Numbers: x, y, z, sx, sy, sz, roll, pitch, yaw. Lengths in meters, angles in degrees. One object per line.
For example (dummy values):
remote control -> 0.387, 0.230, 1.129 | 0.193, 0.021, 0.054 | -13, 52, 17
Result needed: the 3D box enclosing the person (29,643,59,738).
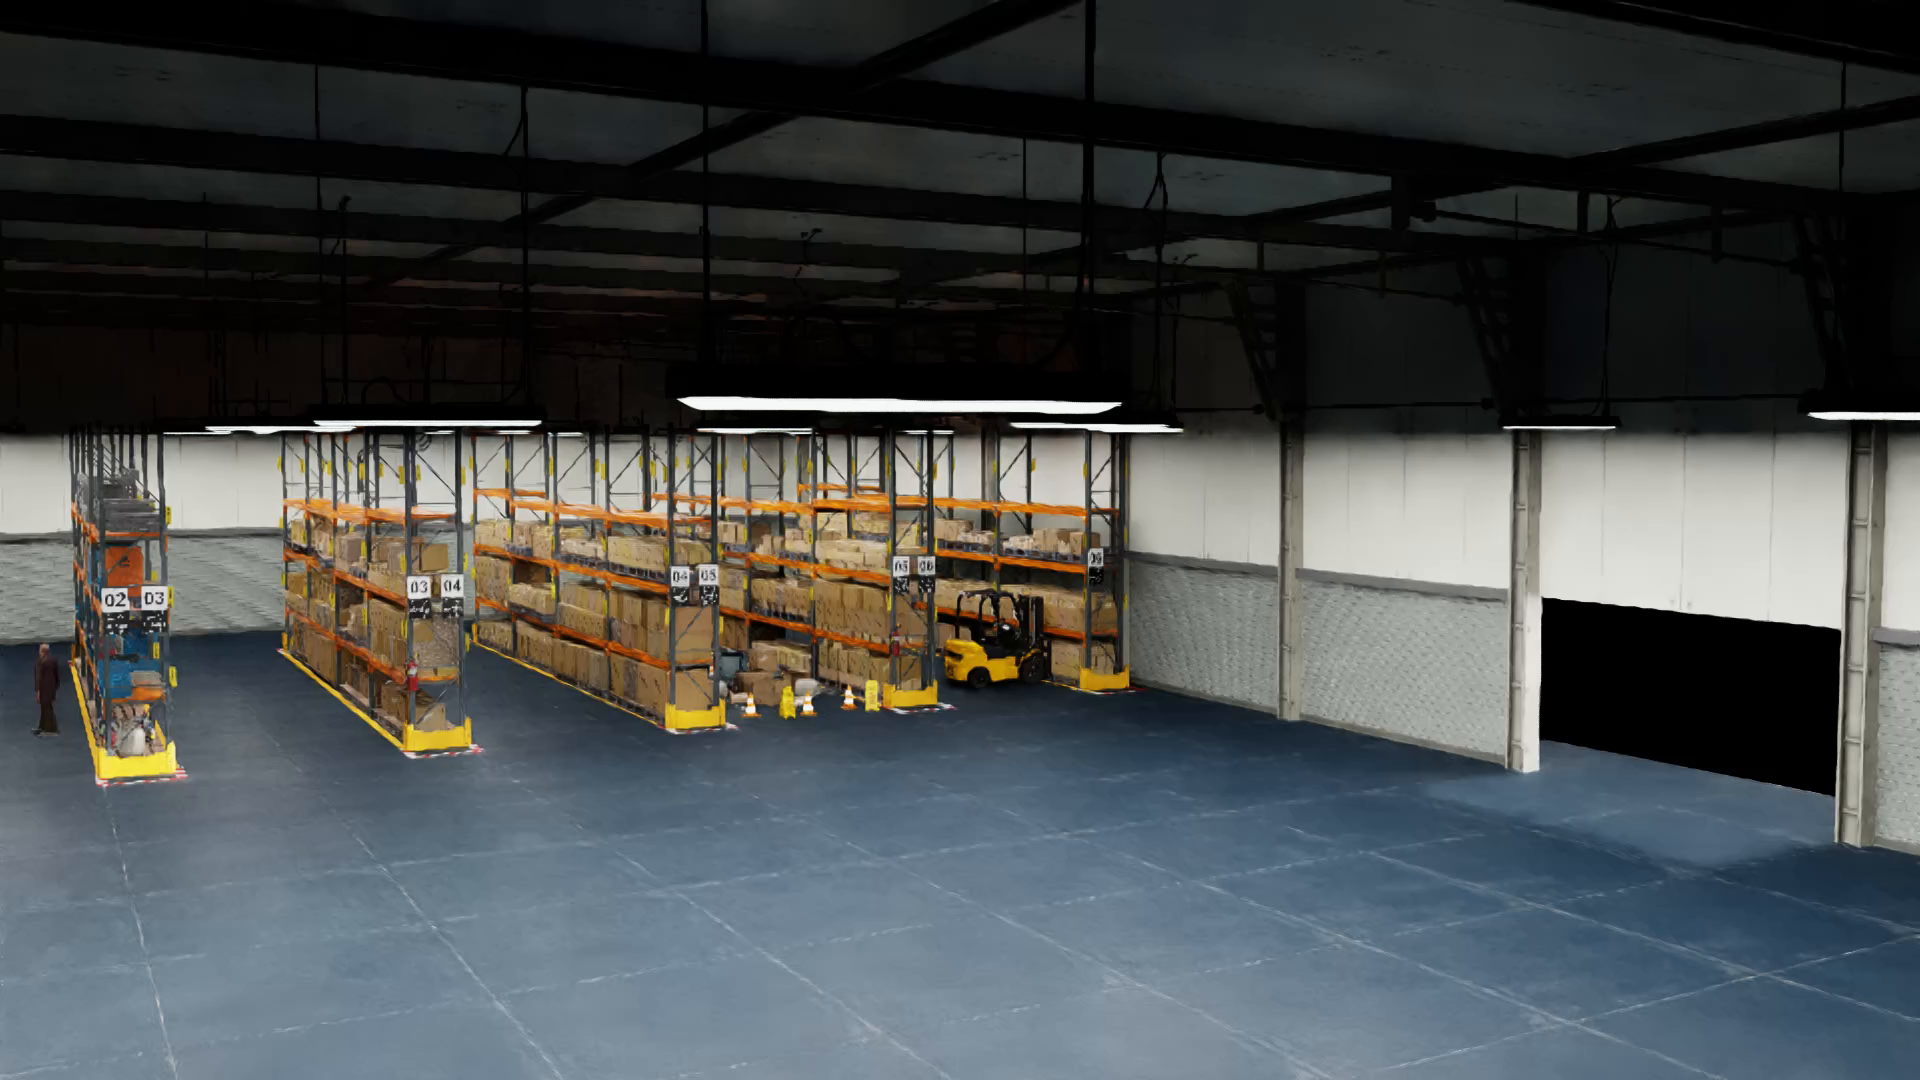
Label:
person -> -17.543, 2.855, 31.799 | 0.672, 1.771, 0.775 | 0, 4, -3
